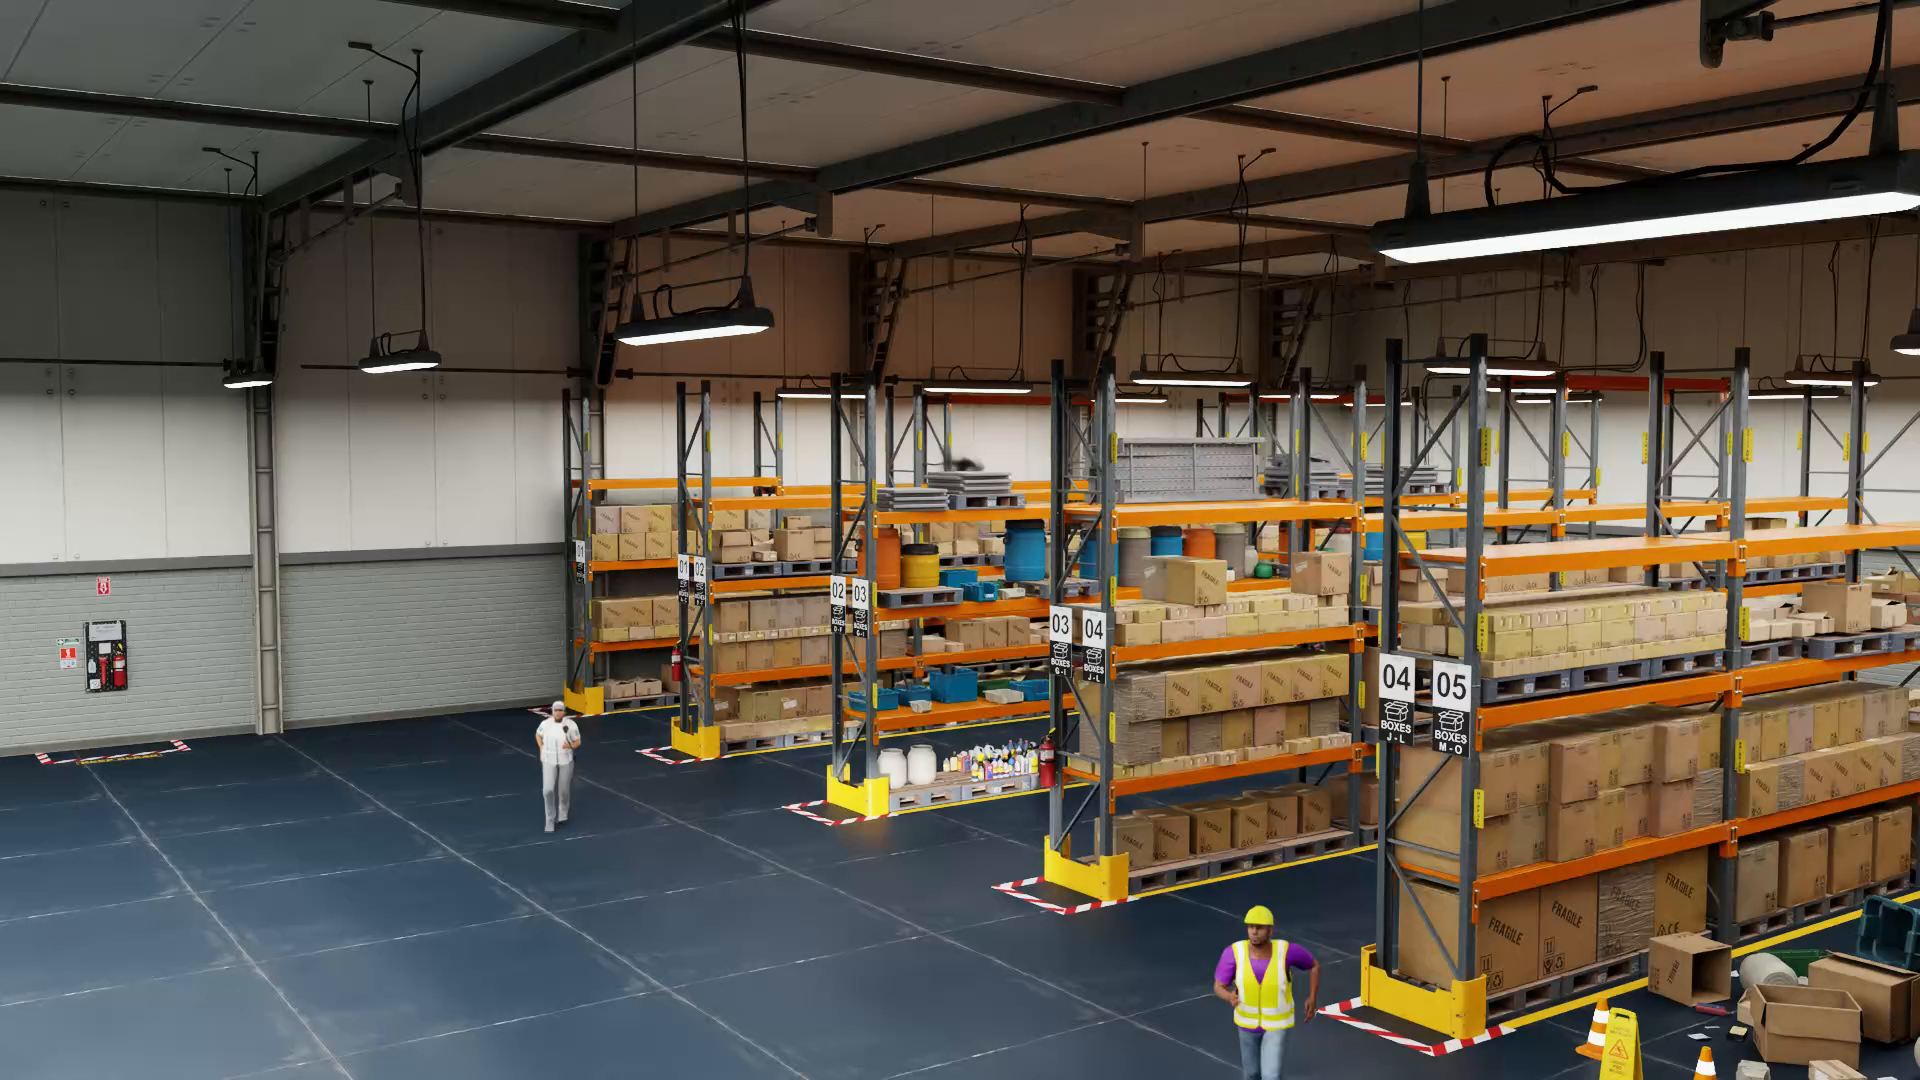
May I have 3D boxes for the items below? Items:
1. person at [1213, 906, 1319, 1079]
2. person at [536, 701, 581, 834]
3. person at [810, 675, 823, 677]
[{"bbox_3d":[2.200,3.515,11.995,0.708,1.813,0.904,1,4,22],"label":"person"},{"bbox_3d":[-5.242,2.953,21.726,0.584,1.728,0.729,-1,4,-12],"label":"person"},{"bbox_3d":[-2.498,2.366,30.106,0.720,1.729,0.659,-2,4,-30],"label":"person"}]
